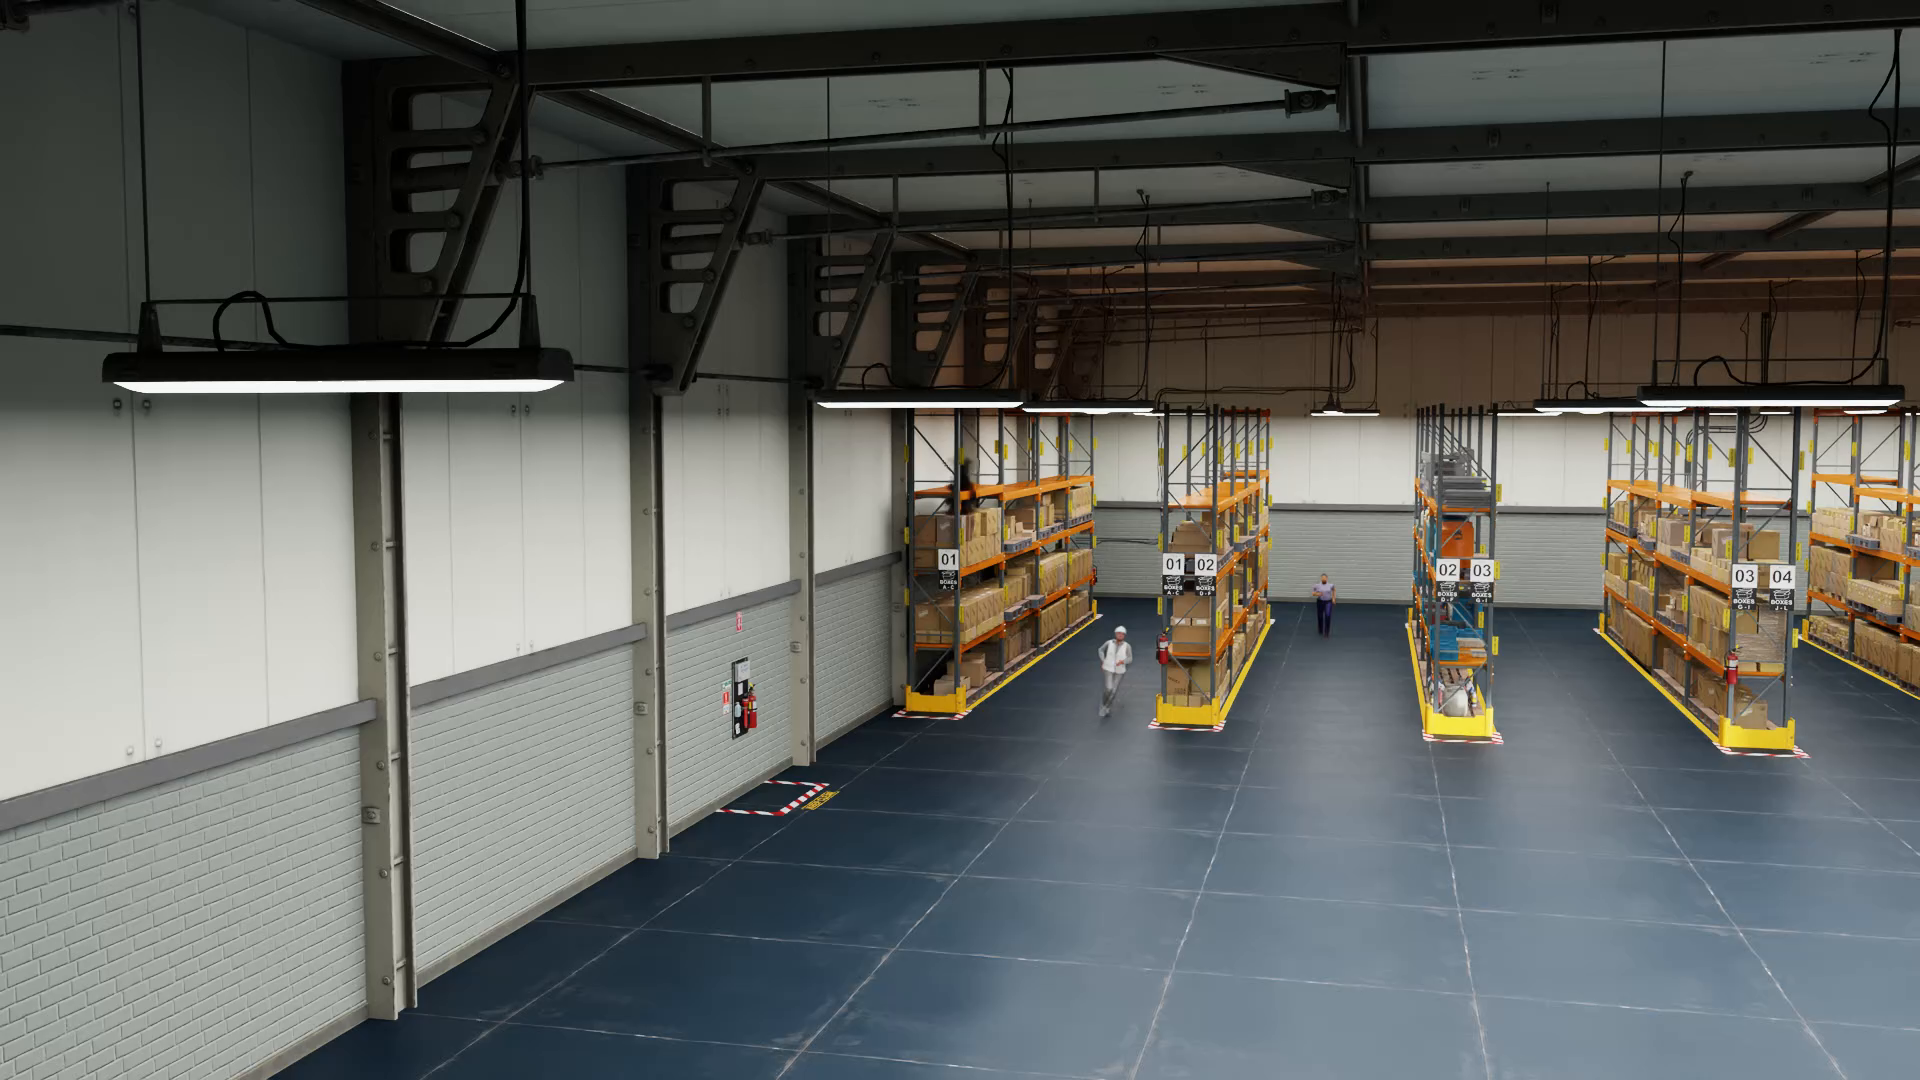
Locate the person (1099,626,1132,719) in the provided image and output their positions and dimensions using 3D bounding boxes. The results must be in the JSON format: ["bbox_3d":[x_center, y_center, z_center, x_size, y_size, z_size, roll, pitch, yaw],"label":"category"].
[{"bbox_3d":[2.971,2.530,31.969,0.661,1.759,0.685,0,4,-5],"label":"person"}]

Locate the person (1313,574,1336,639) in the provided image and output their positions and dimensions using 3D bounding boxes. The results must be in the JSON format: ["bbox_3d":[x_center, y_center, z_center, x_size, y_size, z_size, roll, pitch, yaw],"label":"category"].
[{"bbox_3d":[9.545,1.718,43.615,0.588,1.695,0.853,1,4,12],"label":"person"}]
